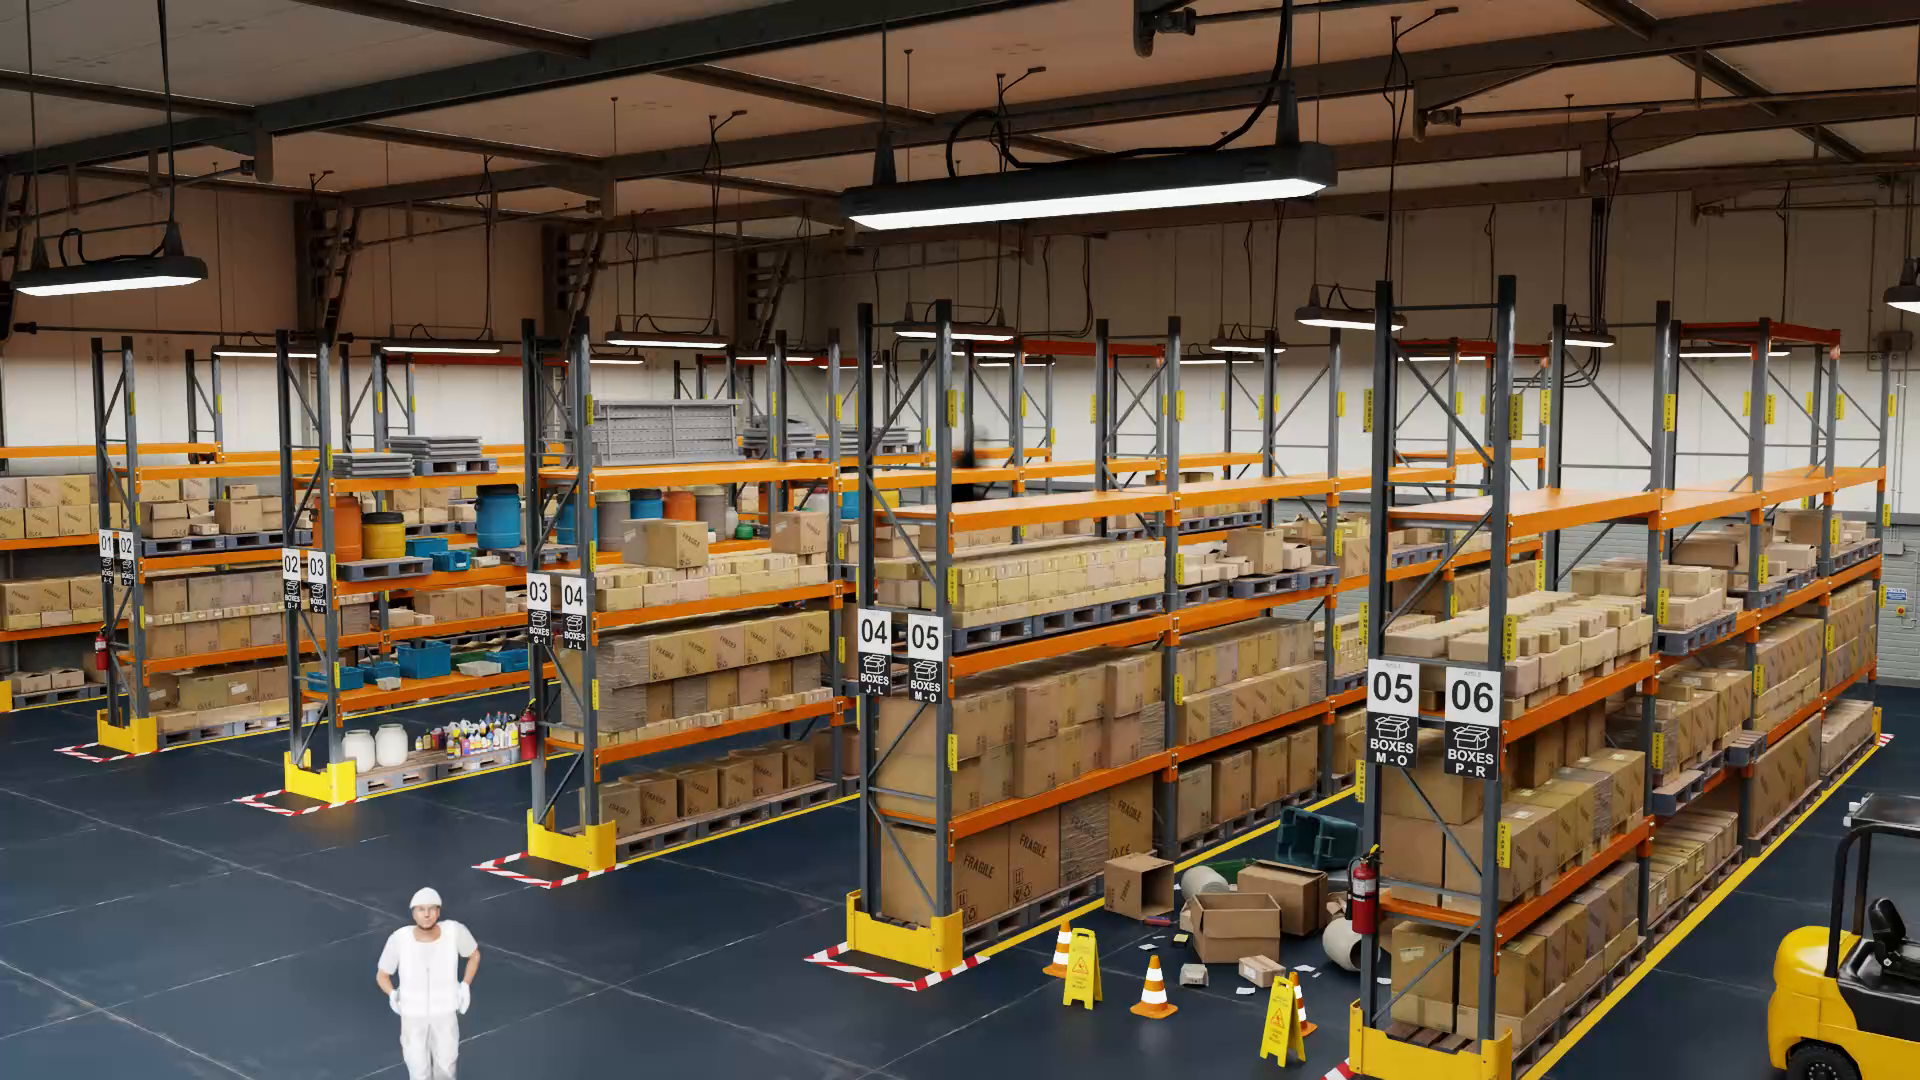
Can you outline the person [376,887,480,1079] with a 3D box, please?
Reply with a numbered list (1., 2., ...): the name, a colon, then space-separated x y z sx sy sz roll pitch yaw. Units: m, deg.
1. person: -3.687 3.293 11.564 0.698 1.742 0.544 -2 5 -17
